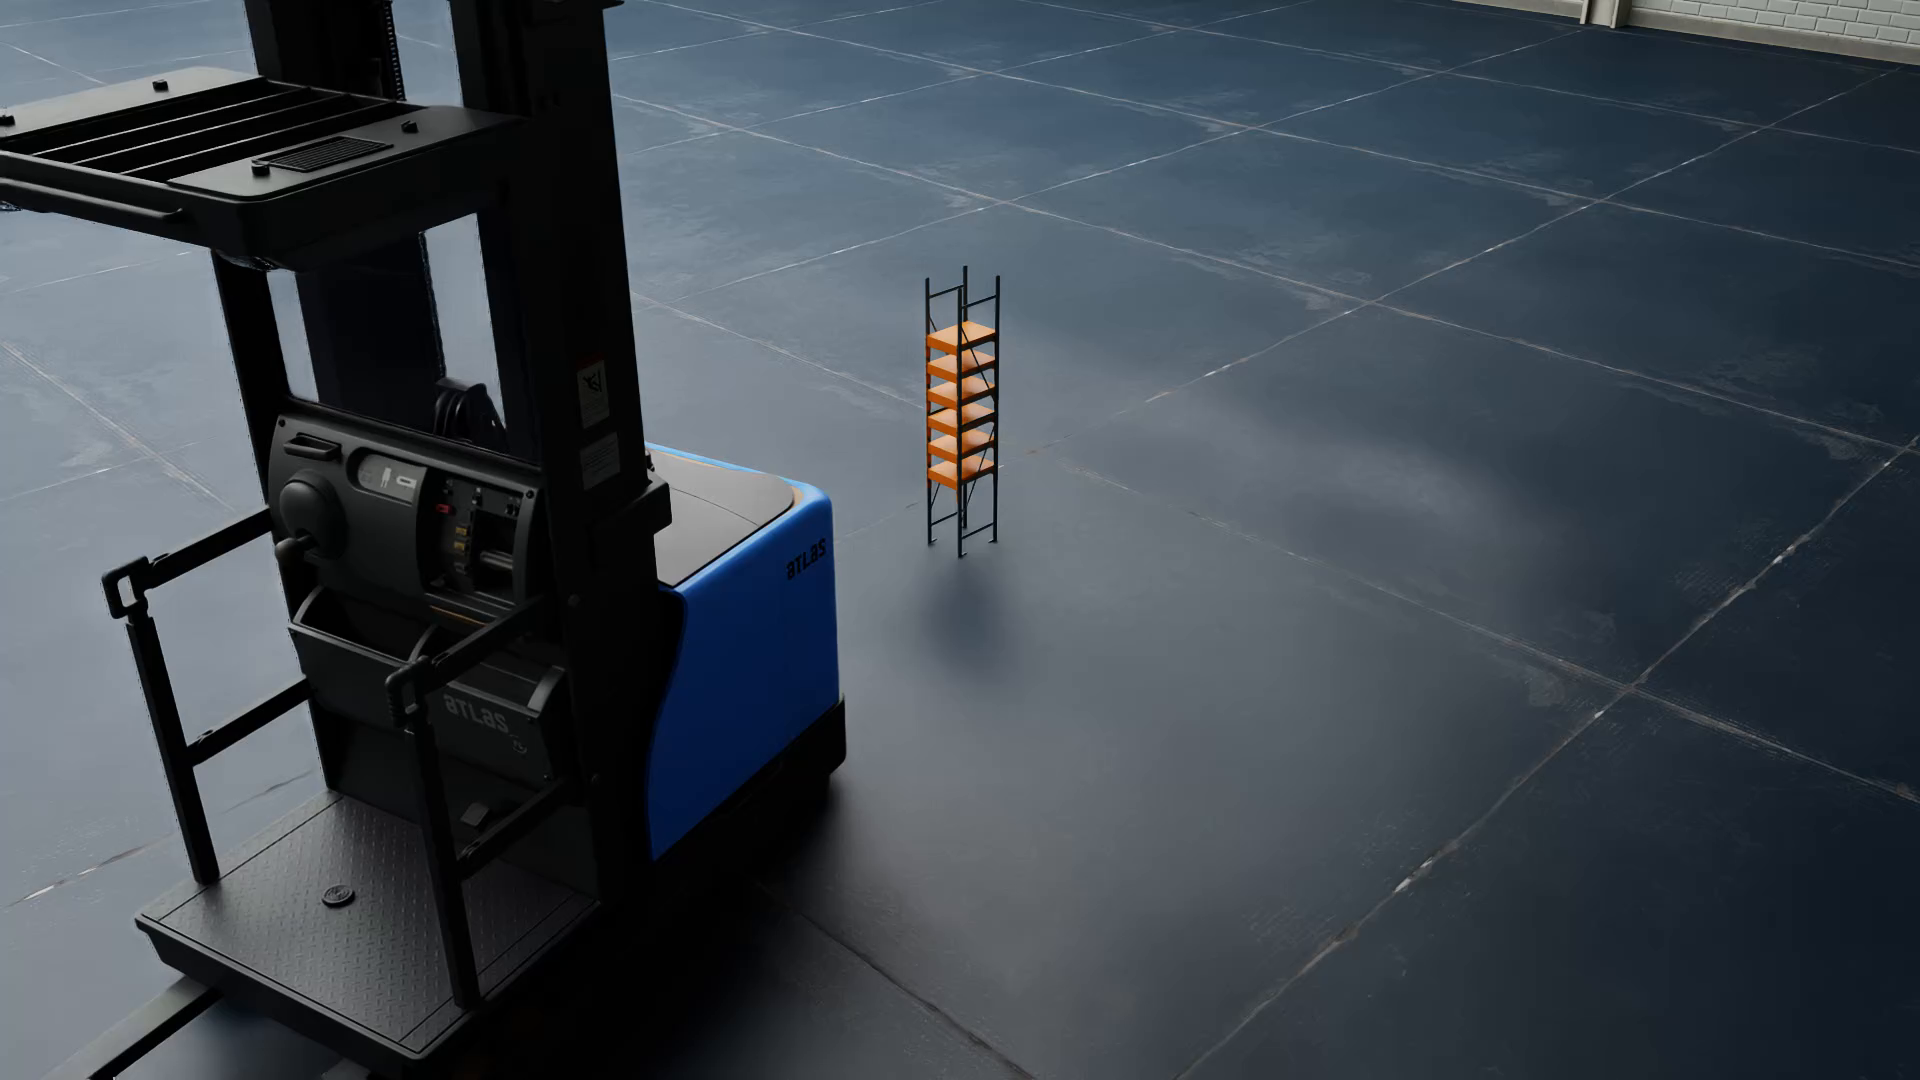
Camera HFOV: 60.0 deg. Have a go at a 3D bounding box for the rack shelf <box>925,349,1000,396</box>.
[{"bbox_3d":[0.010,-0.699,6.871,0.180,0.103,0.258,25,36,38],"label":"rack shelf"}]

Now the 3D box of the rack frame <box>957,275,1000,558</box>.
[{"bbox_3d":[0.076,-0.496,6.905,0.006,1.200,0.240,25,36,38],"label":"rack frame"}]

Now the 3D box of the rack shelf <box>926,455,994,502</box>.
[{"bbox_3d":[0.010,-0.275,7.094,0.180,0.103,0.258,25,36,38],"label":"rack shelf"}]

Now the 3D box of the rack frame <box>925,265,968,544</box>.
[{"bbox_3d":[-0.055,-0.556,7.019,0.006,1.200,0.240,25,36,38],"label":"rack frame"}]

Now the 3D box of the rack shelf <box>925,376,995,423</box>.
[{"bbox_3d":[0.010,-0.593,6.927,0.180,0.103,0.258,25,36,38],"label":"rack shelf"}]

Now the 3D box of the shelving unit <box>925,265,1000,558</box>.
[{"bbox_3d":[0.010,-0.526,6.962,0.189,1.200,0.258,25,36,38],"label":"shelving unit"}]

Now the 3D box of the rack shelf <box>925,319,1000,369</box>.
[{"bbox_3d":[0.010,-0.806,6.815,0.180,0.103,0.258,25,36,38],"label":"rack shelf"}]

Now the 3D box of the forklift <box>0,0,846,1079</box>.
[{"bbox_3d":[-1.555,-0.024,4.146,1.130,2.935,3.031,15,31,26],"label":"forklift"}]

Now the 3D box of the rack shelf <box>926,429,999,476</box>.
[{"bbox_3d":[0.010,-0.381,7.038,0.180,0.103,0.258,25,36,38],"label":"rack shelf"}]

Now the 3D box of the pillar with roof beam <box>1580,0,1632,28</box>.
[{"bbox_3d":[3.834,-8.049,12.889,0.400,9.000,9.100,25,36,38],"label":"pillar with roof beam"}]

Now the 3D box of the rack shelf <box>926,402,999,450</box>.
[{"bbox_3d":[0.010,-0.487,6.982,0.180,0.103,0.258,25,36,38],"label":"rack shelf"}]
